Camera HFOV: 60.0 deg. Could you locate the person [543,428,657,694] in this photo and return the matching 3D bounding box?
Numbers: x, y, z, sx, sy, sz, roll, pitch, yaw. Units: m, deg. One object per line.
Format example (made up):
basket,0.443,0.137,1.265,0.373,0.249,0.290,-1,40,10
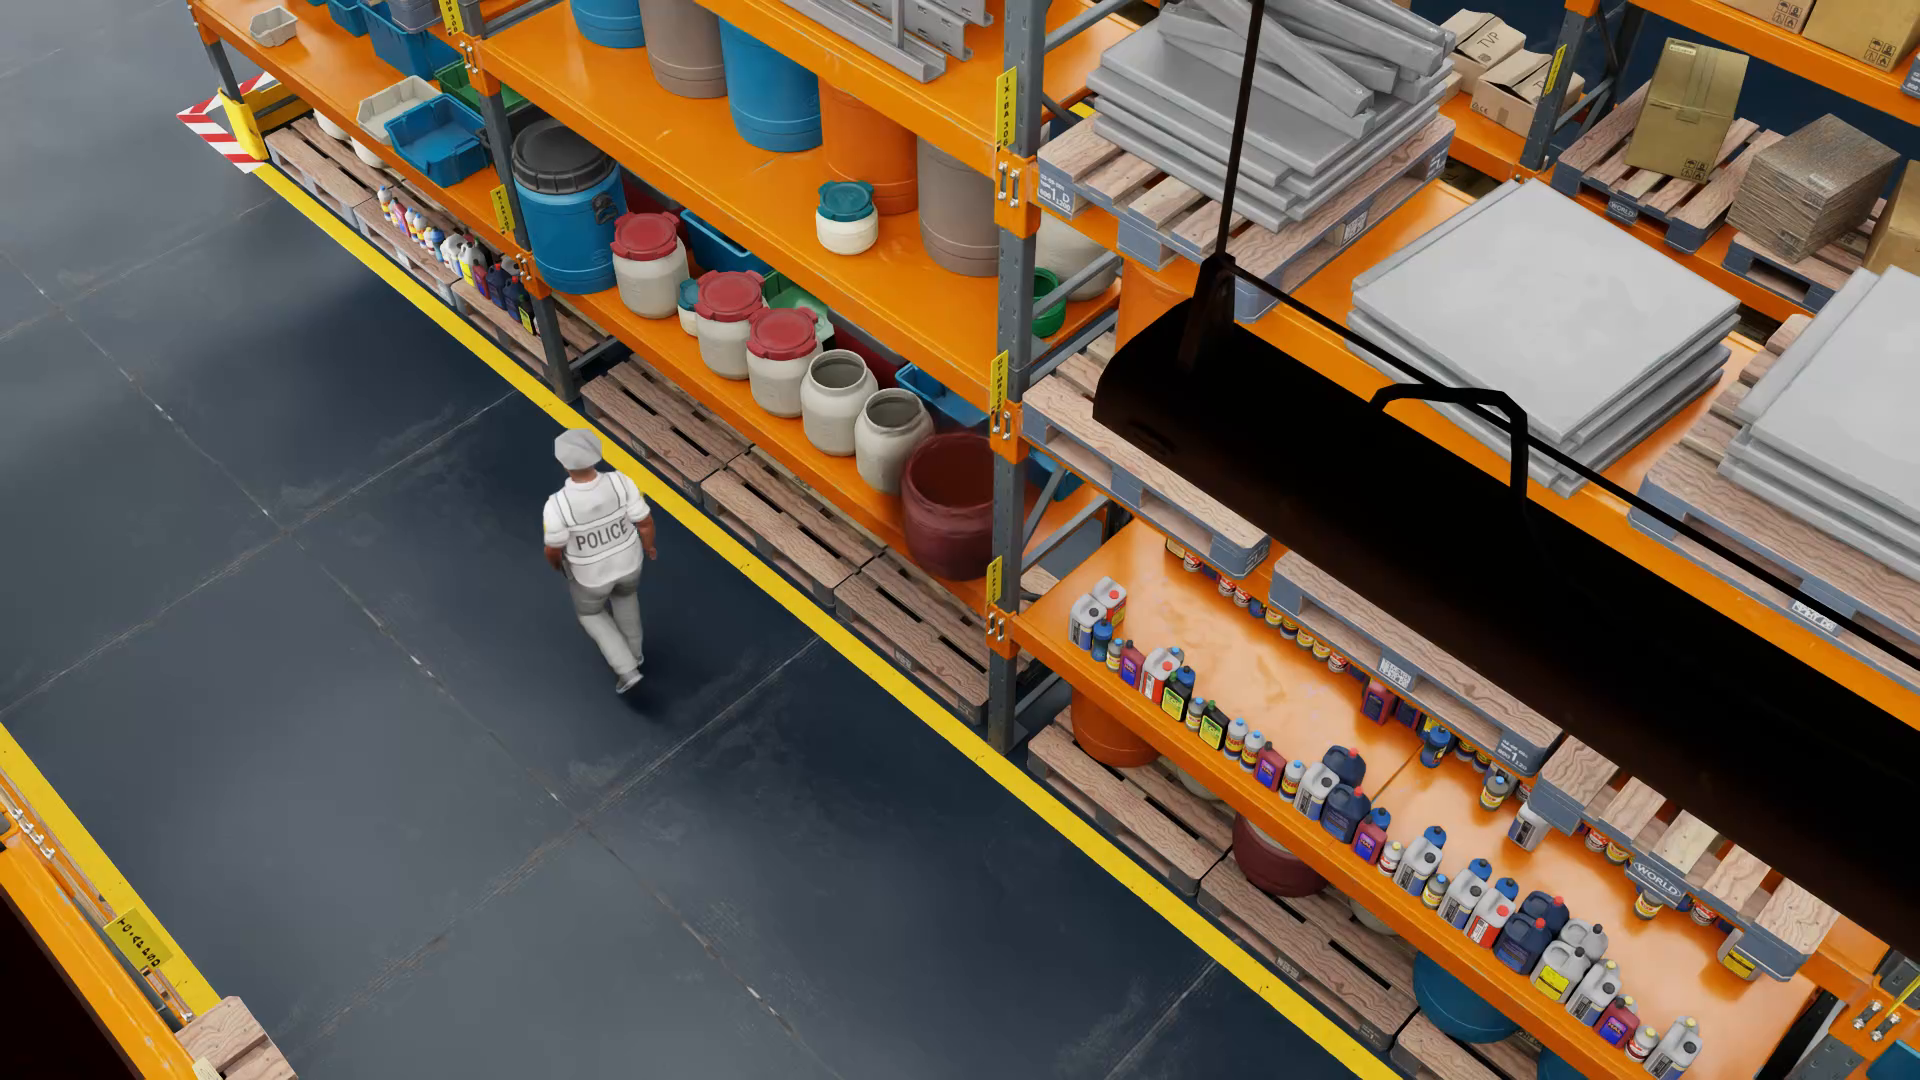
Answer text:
person,-1.911,0.175,9.118,0.598,1.745,0.637,-27,55,-21
